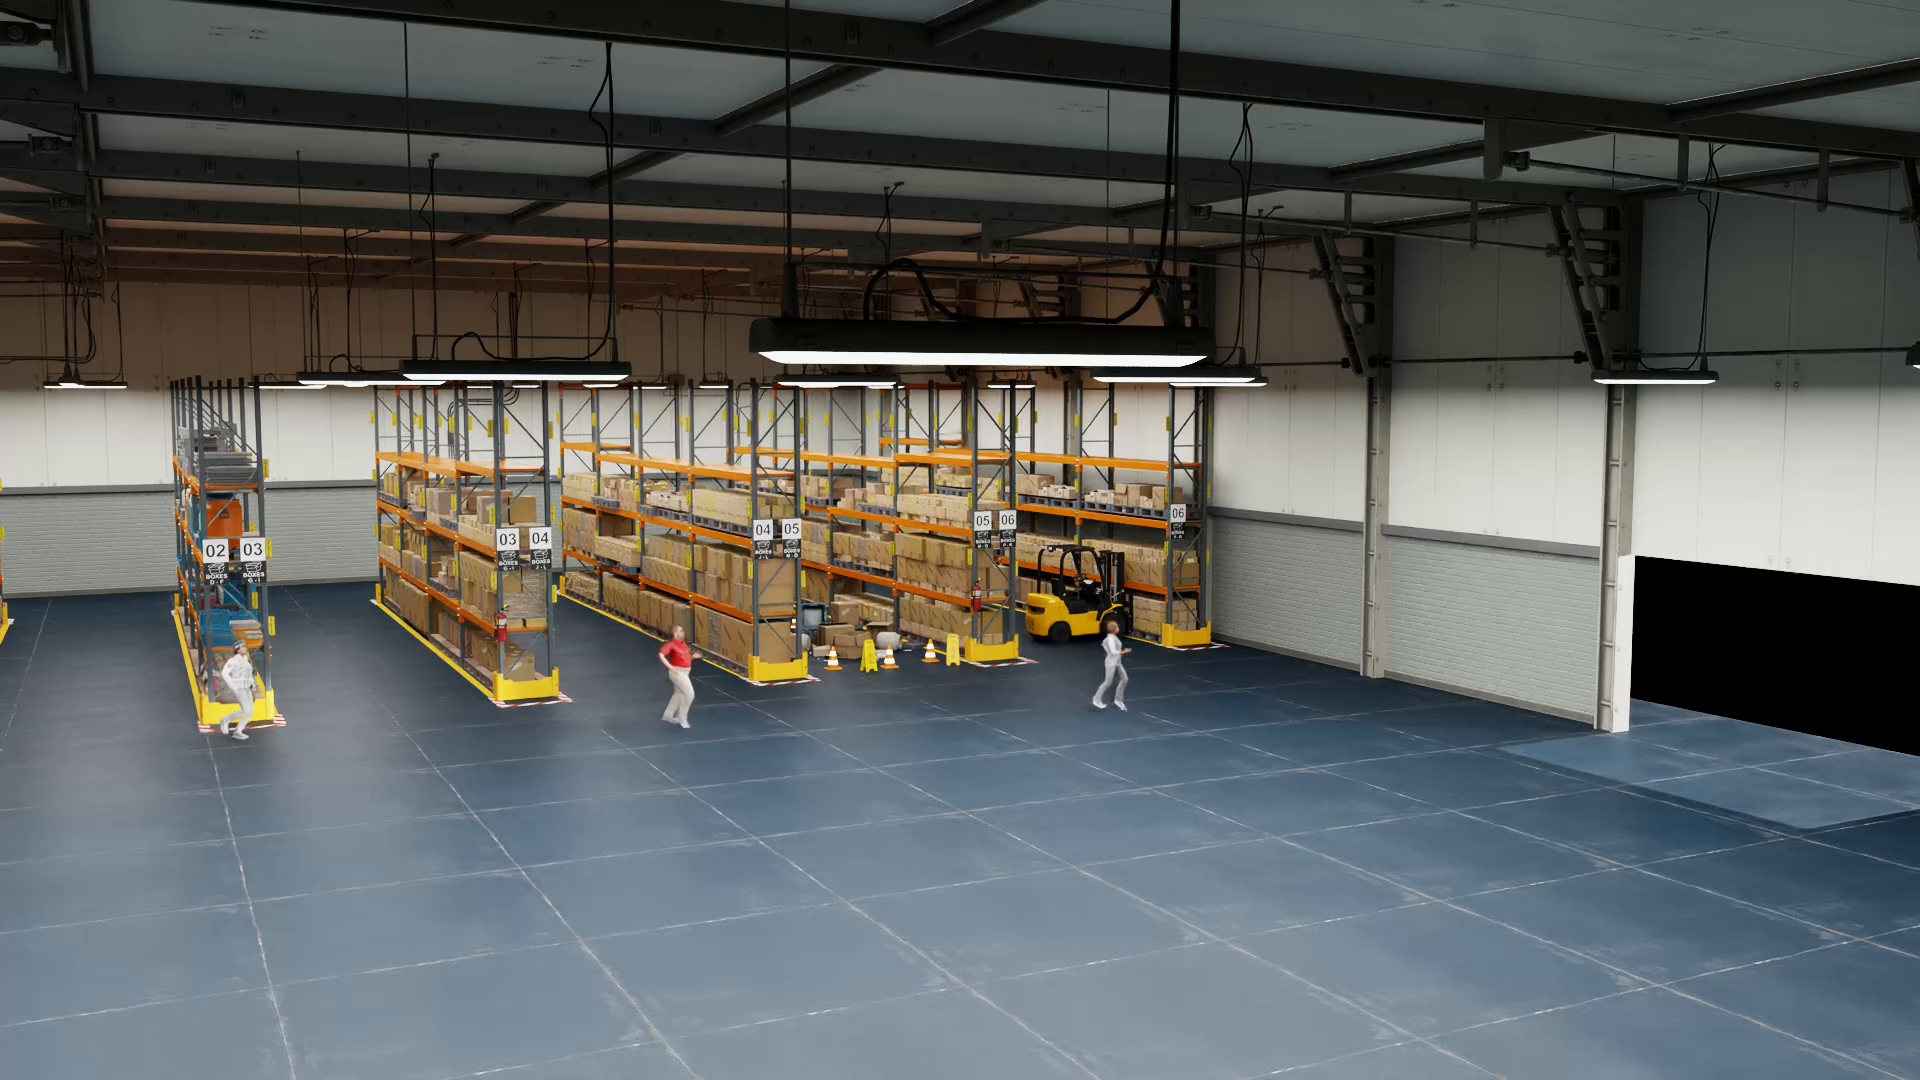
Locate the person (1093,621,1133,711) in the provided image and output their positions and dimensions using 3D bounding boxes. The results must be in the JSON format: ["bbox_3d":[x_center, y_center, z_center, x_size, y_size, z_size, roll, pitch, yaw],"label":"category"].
[{"bbox_3d":[2.744,2.268,29.858,0.711,1.638,0.504,2,5,18],"label":"person"}]

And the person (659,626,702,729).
[{"bbox_3d":[-4.775,2.353,28.449,0.719,1.790,0.639,1,5,7],"label":"person"}]

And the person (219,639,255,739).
[{"bbox_3d":[-11.967,2.467,27.602,0.511,1.651,0.646,0,5,3],"label":"person"}]

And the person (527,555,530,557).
[{"bbox_3d":[-11.557,0.872,45.374,0.607,1.662,0.597,-1,5,-16],"label":"person"}]
